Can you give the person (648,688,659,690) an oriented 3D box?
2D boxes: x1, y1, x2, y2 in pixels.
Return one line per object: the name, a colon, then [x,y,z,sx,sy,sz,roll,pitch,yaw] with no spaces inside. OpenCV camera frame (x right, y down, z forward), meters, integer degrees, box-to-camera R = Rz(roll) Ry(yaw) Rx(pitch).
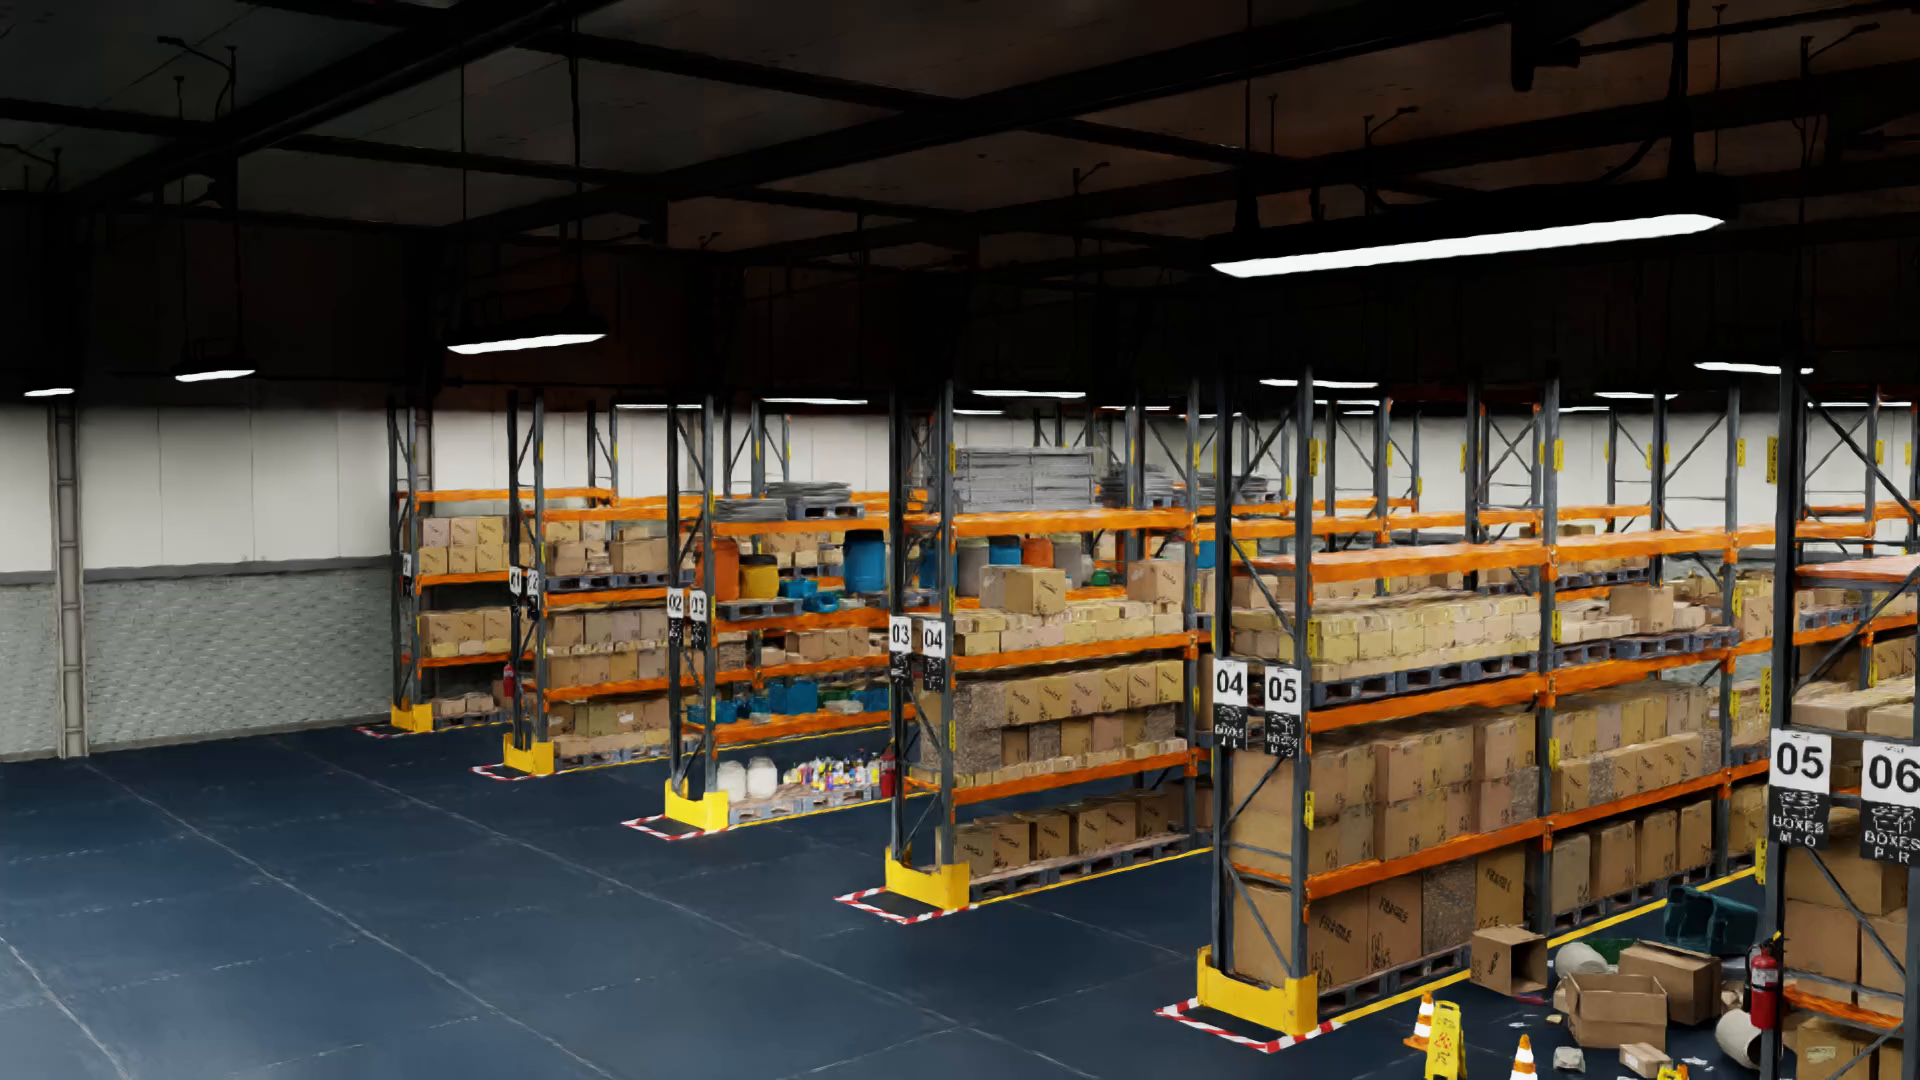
person: [-5.615,2.453,30.892,0.461,1.783,0.615,1,4,22]
